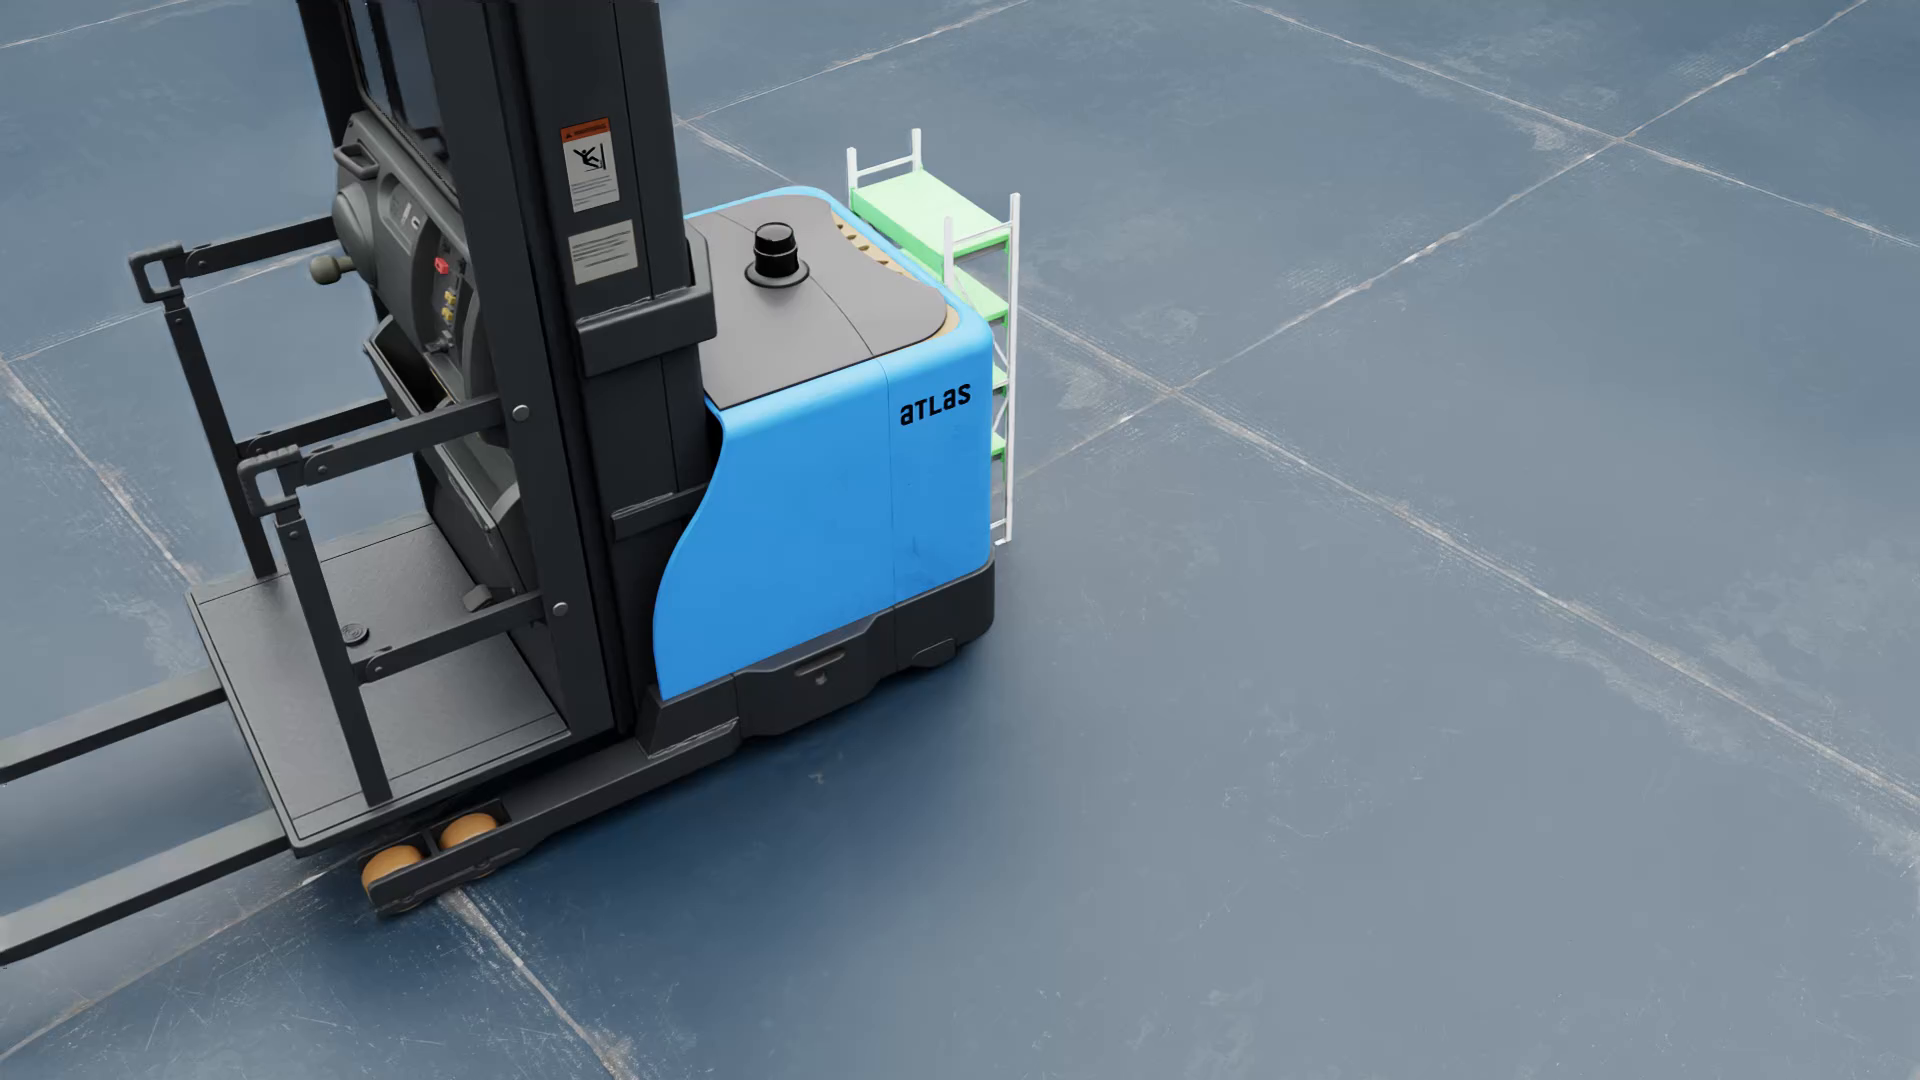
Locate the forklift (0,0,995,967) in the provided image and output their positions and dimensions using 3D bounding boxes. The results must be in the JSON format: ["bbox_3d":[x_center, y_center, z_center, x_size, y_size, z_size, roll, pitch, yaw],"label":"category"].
[{"bbox_3d":[-1.416,-0.601,3.662,3.031,2.935,1.130,-22,44,-25],"label":"forklift"}]

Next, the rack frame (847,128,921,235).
[{"bbox_3d":[-0.217,-0.680,5.137,0.240,1.200,0.015,-23,44,-26],"label":"rack frame"}]

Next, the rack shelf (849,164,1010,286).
[{"bbox_3d":[-0.079,-0.877,4.719,0.258,0.148,0.480,-23,44,-26],"label":"rack shelf"}]

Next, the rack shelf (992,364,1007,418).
[{"bbox_3d":[-0.079,-0.504,5.021,0.258,0.148,0.480,-23,44,-26],"label":"rack shelf"}]

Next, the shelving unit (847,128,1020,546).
[{"bbox_3d":[-0.079,-0.554,4.980,0.258,1.200,0.503,-23,44,-26],"label":"shelving unit"}]

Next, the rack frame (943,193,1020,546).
[{"bbox_3d":[0.059,-0.427,4.824,0.240,1.200,0.015,-23,44,-26],"label":"rack frame"}]

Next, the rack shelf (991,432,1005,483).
[{"bbox_3d":[-0.079,-0.317,5.171,0.258,0.148,0.480,-23,44,-26],"label":"rack shelf"}]

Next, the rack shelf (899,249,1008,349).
[{"bbox_3d":[-0.079,-0.691,4.870,0.258,0.148,0.480,-23,44,-26],"label":"rack shelf"}]
